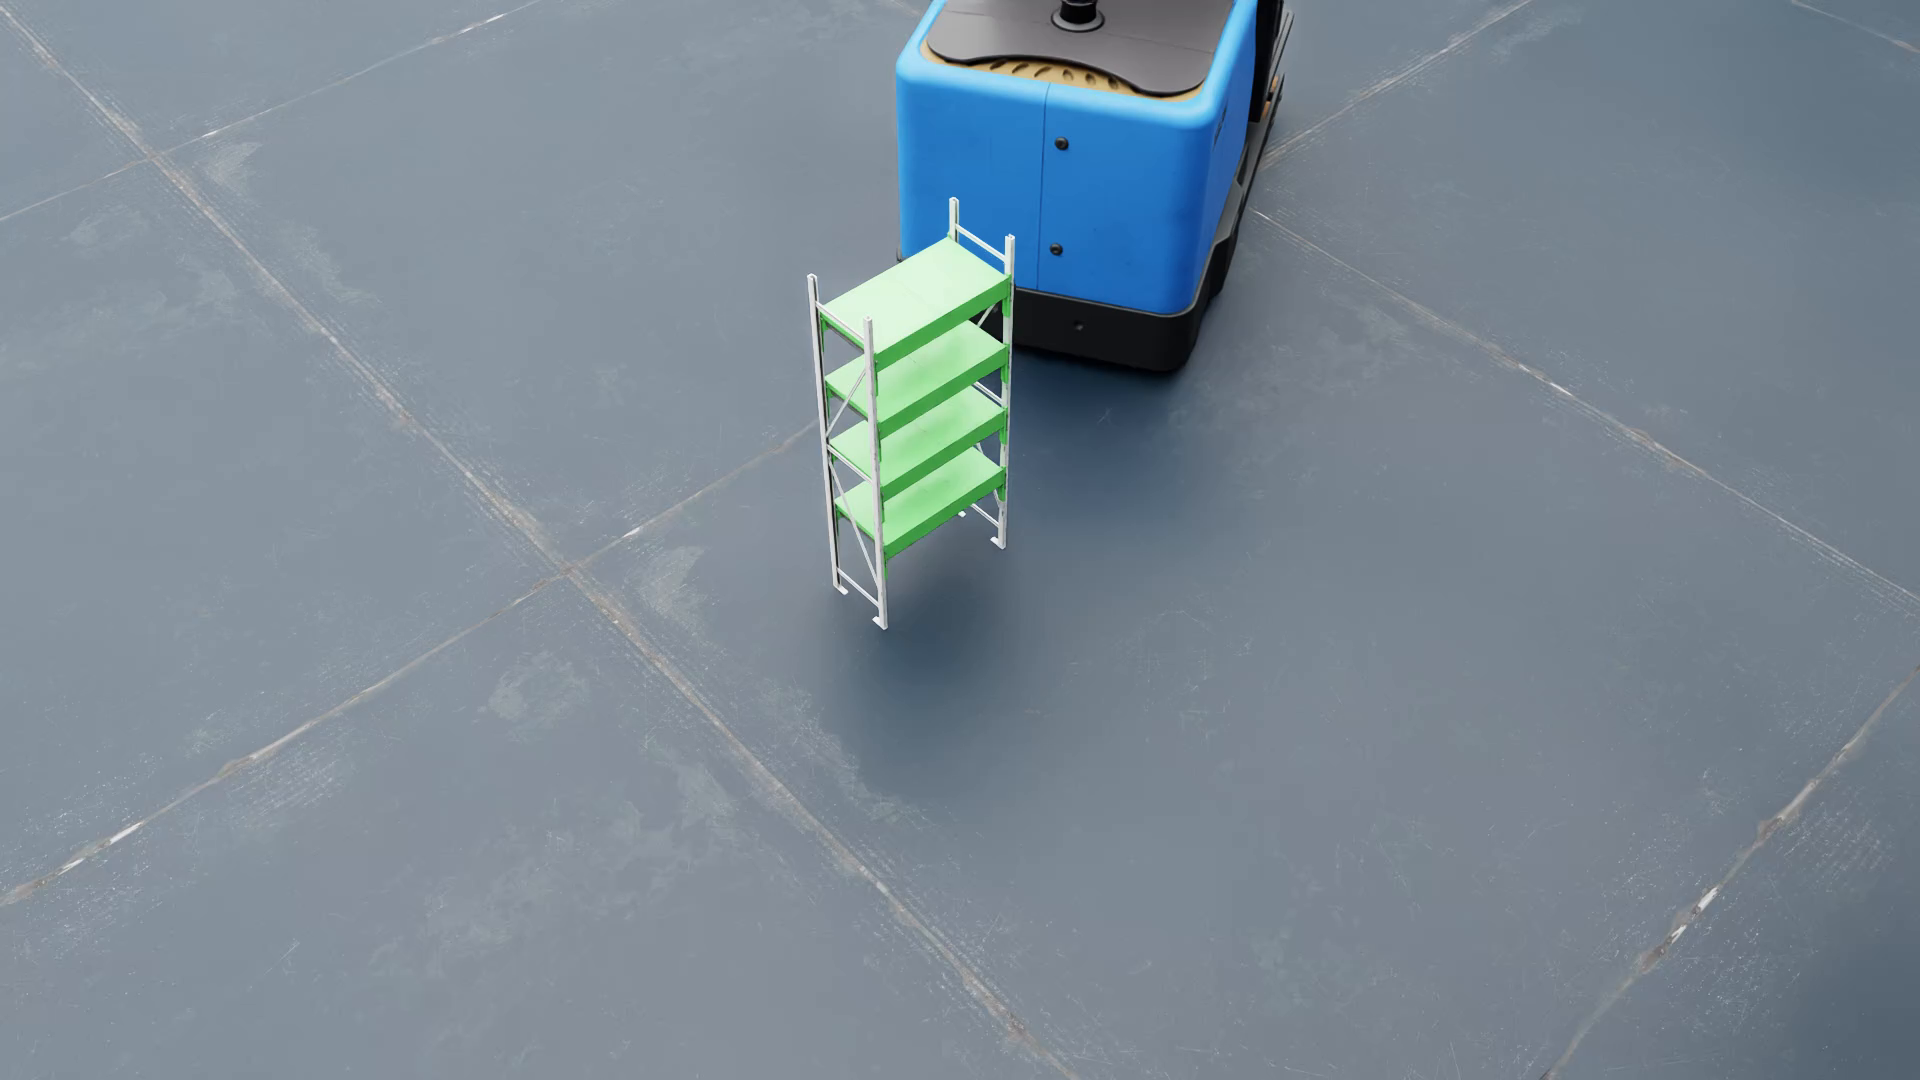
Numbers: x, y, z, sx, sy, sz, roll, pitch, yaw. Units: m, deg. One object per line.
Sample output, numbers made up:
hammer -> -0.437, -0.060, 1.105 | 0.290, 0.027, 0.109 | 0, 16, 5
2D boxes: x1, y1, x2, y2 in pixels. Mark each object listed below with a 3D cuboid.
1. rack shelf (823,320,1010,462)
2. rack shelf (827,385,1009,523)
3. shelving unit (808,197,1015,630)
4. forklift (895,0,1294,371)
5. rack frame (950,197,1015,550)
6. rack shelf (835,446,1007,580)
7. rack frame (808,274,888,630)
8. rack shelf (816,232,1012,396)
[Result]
rack shelf -> -0.122, -0.444, 4.604 | 0.480, 0.148, 0.258 | -34, 56, -27
rack shelf -> -0.122, -0.282, 4.780 | 0.480, 0.148, 0.258 | -34, 56, -27
shelving unit -> -0.122, -0.325, 4.734 | 0.503, 1.200, 0.258 | -34, 56, -27
forklift -> 0.699, -2.679, 5.728 | 1.130, 2.935, 3.031 | 13, 49, 11
rack frame -> 0.058, -0.446, 4.845 | 0.015, 1.200, 0.240 | -34, 56, -27
rack shelf -> -0.122, -0.119, 4.957 | 0.480, 0.148, 0.258 | -34, 56, -27
rack frame -> -0.303, -0.204, 4.622 | 0.015, 1.200, 0.240 | -34, 56, -27
rack shelf -> -0.122, -0.607, 4.428 | 0.480, 0.148, 0.258 | -34, 56, -27
